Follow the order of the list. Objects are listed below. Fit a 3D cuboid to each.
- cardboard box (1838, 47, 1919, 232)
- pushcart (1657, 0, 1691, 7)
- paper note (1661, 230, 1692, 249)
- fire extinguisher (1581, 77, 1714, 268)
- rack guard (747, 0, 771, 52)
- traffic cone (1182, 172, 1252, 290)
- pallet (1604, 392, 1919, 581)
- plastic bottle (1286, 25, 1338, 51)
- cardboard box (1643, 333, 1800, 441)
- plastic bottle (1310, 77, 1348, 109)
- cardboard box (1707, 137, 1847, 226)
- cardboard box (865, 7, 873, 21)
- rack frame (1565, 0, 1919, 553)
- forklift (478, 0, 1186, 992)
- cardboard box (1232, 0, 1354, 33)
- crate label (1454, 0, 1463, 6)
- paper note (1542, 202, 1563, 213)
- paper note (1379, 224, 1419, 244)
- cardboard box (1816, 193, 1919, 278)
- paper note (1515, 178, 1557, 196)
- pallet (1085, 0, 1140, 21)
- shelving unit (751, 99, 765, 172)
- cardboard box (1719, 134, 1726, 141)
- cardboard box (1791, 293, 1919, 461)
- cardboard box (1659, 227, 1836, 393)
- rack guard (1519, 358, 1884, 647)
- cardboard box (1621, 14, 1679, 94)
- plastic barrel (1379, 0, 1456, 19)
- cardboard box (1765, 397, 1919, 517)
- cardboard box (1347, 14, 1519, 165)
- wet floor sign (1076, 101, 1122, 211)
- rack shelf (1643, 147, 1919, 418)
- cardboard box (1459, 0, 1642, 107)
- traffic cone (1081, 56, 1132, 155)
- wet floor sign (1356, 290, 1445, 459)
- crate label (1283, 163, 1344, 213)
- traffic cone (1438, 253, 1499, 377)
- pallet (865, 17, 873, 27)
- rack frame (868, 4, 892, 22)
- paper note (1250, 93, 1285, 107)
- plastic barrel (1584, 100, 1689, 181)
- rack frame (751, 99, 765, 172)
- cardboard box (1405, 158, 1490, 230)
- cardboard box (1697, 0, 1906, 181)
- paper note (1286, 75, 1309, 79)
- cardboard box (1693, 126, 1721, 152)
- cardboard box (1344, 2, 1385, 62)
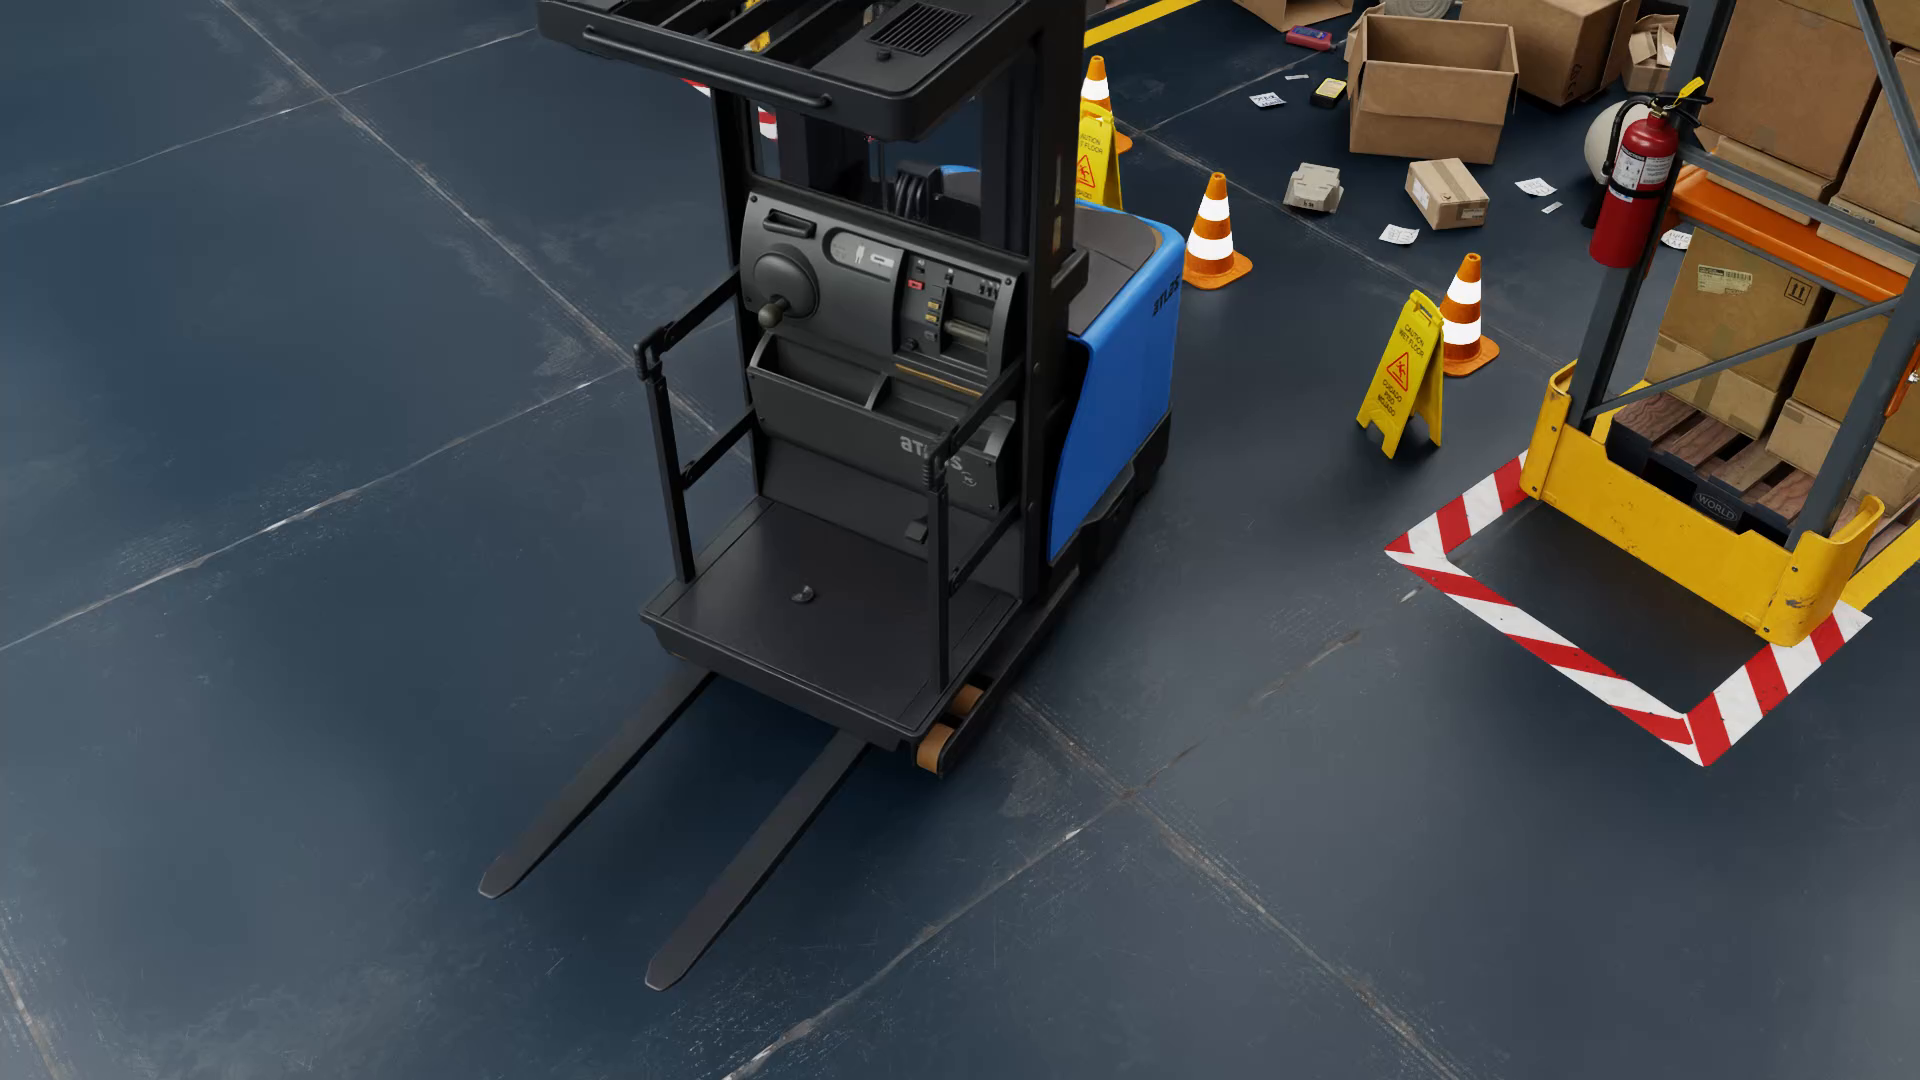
[{"bbox_3d":[3.141,-1.254,5.104,0.500,0.500,0.500,-31,51,-28],"label":"cardboard box"},{"bbox_3d":[4.167,-3.023,9.194,1.648,0.377,0.936,22,47,21],"label":"pushcart"},{"bbox_3d":[3.337,-1.400,7.718,0.142,0.019,0.148,22,47,21],"label":"paper note"},{"bbox_3d":[2.216,-1.211,5.404,0.183,0.674,0.296,-30,51,-28],"label":"fire extinguisher"},{"bbox_3d":[-0.672,-2.680,8.739,0.348,0.500,1.175,-30,51,-28],"label":"rack guard"},{"bbox_3d":[1.129,-1.422,7.426,0.334,0.463,0.336,-30,51,-28],"label":"traffic cone"},{"bbox_3d":[3.304,-0.402,6.524,1.213,0.211,1.003,-30,51,-28],"label":"pallet"},{"bbox_3d":[1.947,-2.750,9.133,0.283,0.061,0.133,22,47,21],"label":"plastic bottle"},{"bbox_3d":[3.066,-0.705,6.511,0.500,0.250,0.500,-30,51,-28],"label":"cardboard box"},{"bbox_3d":[1.948,-2.359,8.717,0.133,0.061,0.283,22,47,21],"label":"plastic bottle"},{"bbox_3d":[2.749,-1.232,5.554,0.250,0.149,0.380,-28,50,-27],"label":"cardboard box"},{"bbox_3d":[-0.176,-3.313,8.832,0.875,0.875,0.875,-29,51,-28],"label":"cardboard box"},{"bbox_3d":[2.600,-1.047,5.174,0.127,3.000,1.000,-30,51,-28],"label":"rack frame"},{"bbox_3d":[-0.360,-0.669,4.821,1.130,2.935,3.031,21,47,21],"label":"forklift"},{"bbox_3d":[1.882,-3.228,9.320,0.500,0.500,0.500,-21,47,-21],"label":"cardboard box"},{"bbox_3d":[2.930,-3.180,9.536,0.298,0.136,0.250,7,44,7],"label":"crate label"},{"bbox_3d":[2.826,-1.586,7.932,0.123,0.001,0.032,-30,51,-28],"label":"paper note"},{"bbox_3d":[2.048,-1.425,7.745,0.148,0.019,0.142,22,47,21],"label":"paper note"},{"bbox_3d":[2.993,-0.996,5.303,0.250,0.149,0.380,-30,51,-28],"label":"cardboard box"},{"bbox_3d":[2.796,-1.715,8.063,0.142,0.019,0.148,-14,45,-14],"label":"paper note"},{"bbox_3d":[0.845,-3.511,9.834,1.213,0.211,1.003,-30,51,-28],"label":"pallet"},{"bbox_3d":[-0.298,-1.376,6.620,1.083,1.500,0.587,-10,44,-11],"label":"shelving unit"},{"bbox_3d":[2.873,-1.402,5.735,0.250,0.149,0.380,-30,51,-28],"label":"cardboard box"},{"bbox_3d":[3.414,-0.691,5.949,0.500,0.500,0.500,-32,52,-29],"label":"cardboard box"},{"bbox_3d":[3.047,-0.960,6.235,0.500,0.500,0.500,-29,51,-28],"label":"cardboard box"},{"bbox_3d":[2.658,-0.169,6.065,0.348,0.500,1.175,-30,51,-28],"label":"rack guard"},{"bbox_3d":[3.666,-2.577,8.800,0.258,0.266,0.396,7,44,7],"label":"cardboard box"},{"bbox_3d":[2.529,-3.116,9.259,0.421,0.421,0.512,0,43,0],"label":"plastic barrel"},{"bbox_3d":[3.396,-0.407,6.194,0.500,0.250,0.500,-30,51,-28],"label":"cardboard box"},{"bbox_3d":[2.323,-2.238,8.265,0.797,0.503,0.637,7,44,7],"label":"cardboard box"},{"bbox_3d":[0.595,-1.691,7.580,0.267,0.644,0.232,30,51,28],"label":"wet floor sign"},{"bbox_3d":[4.134,-1.663,6.355,4.000,0.370,1.077,-30,51,-28],"label":"rack shelf"},{"bbox_3d":[3.035,-2.703,8.661,0.503,0.637,0.797,-30,51,-28],"label":"cardboard box"},{"bbox_3d":[0.665,-2.165,8.217,0.334,0.463,0.336,-30,51,-28],"label":"traffic cone"},{"bbox_3d":[1.768,-0.667,6.489,0.232,0.644,0.267,-14,45,-14],"label":"wet floor sign"},{"bbox_3d":[1.692,-1.681,7.940,0.250,0.136,0.298,14,45,15],"label":"crate label"},{"bbox_3d":[2.102,-0.989,6.965,0.334,0.463,0.336,-30,51,-28],"label":"traffic cone"},{"bbox_3d":[-0.090,-2.978,9.267,1.213,0.211,1.003,-30,51,-28],"label":"pallet"},{"bbox_3d":[-0.654,-3.602,7.894,0.127,3.000,1.000,-30,51,-28],"label":"rack frame"},{"bbox_3d":[1.607,-2.298,8.676,0.142,0.017,0.144,-14,45,-14],"label":"paper note"},{"bbox_3d":[3.213,-1.810,7.868,0.421,0.421,0.512,0,43,0],"label":"plastic barrel"},{"bbox_3d":[-0.798,-1.284,6.522,0.032,1.500,0.500,-10,44,-11],"label":"rack frame"},{"bbox_3d":[2.309,-1.644,7.892,0.250,0.149,0.380,-7,44,-7],"label":"cardboard box"},{"bbox_3d":[2.839,-1.575,5.446,0.500,0.500,0.500,-31,51,-29],"label":"cardboard box"},{"bbox_3d":[1.798,-2.470,8.873,0.123,0.001,0.032,-7,44,-7],"label":"paper note"},{"bbox_3d":[3.973,-2.138,8.159,0.500,0.500,0.500,0,43,0],"label":"cardboard box"},{"bbox_3d":[2.278,-2.640,8.867,0.258,0.266,0.396,-21,47,-21],"label":"cardboard box"}]
